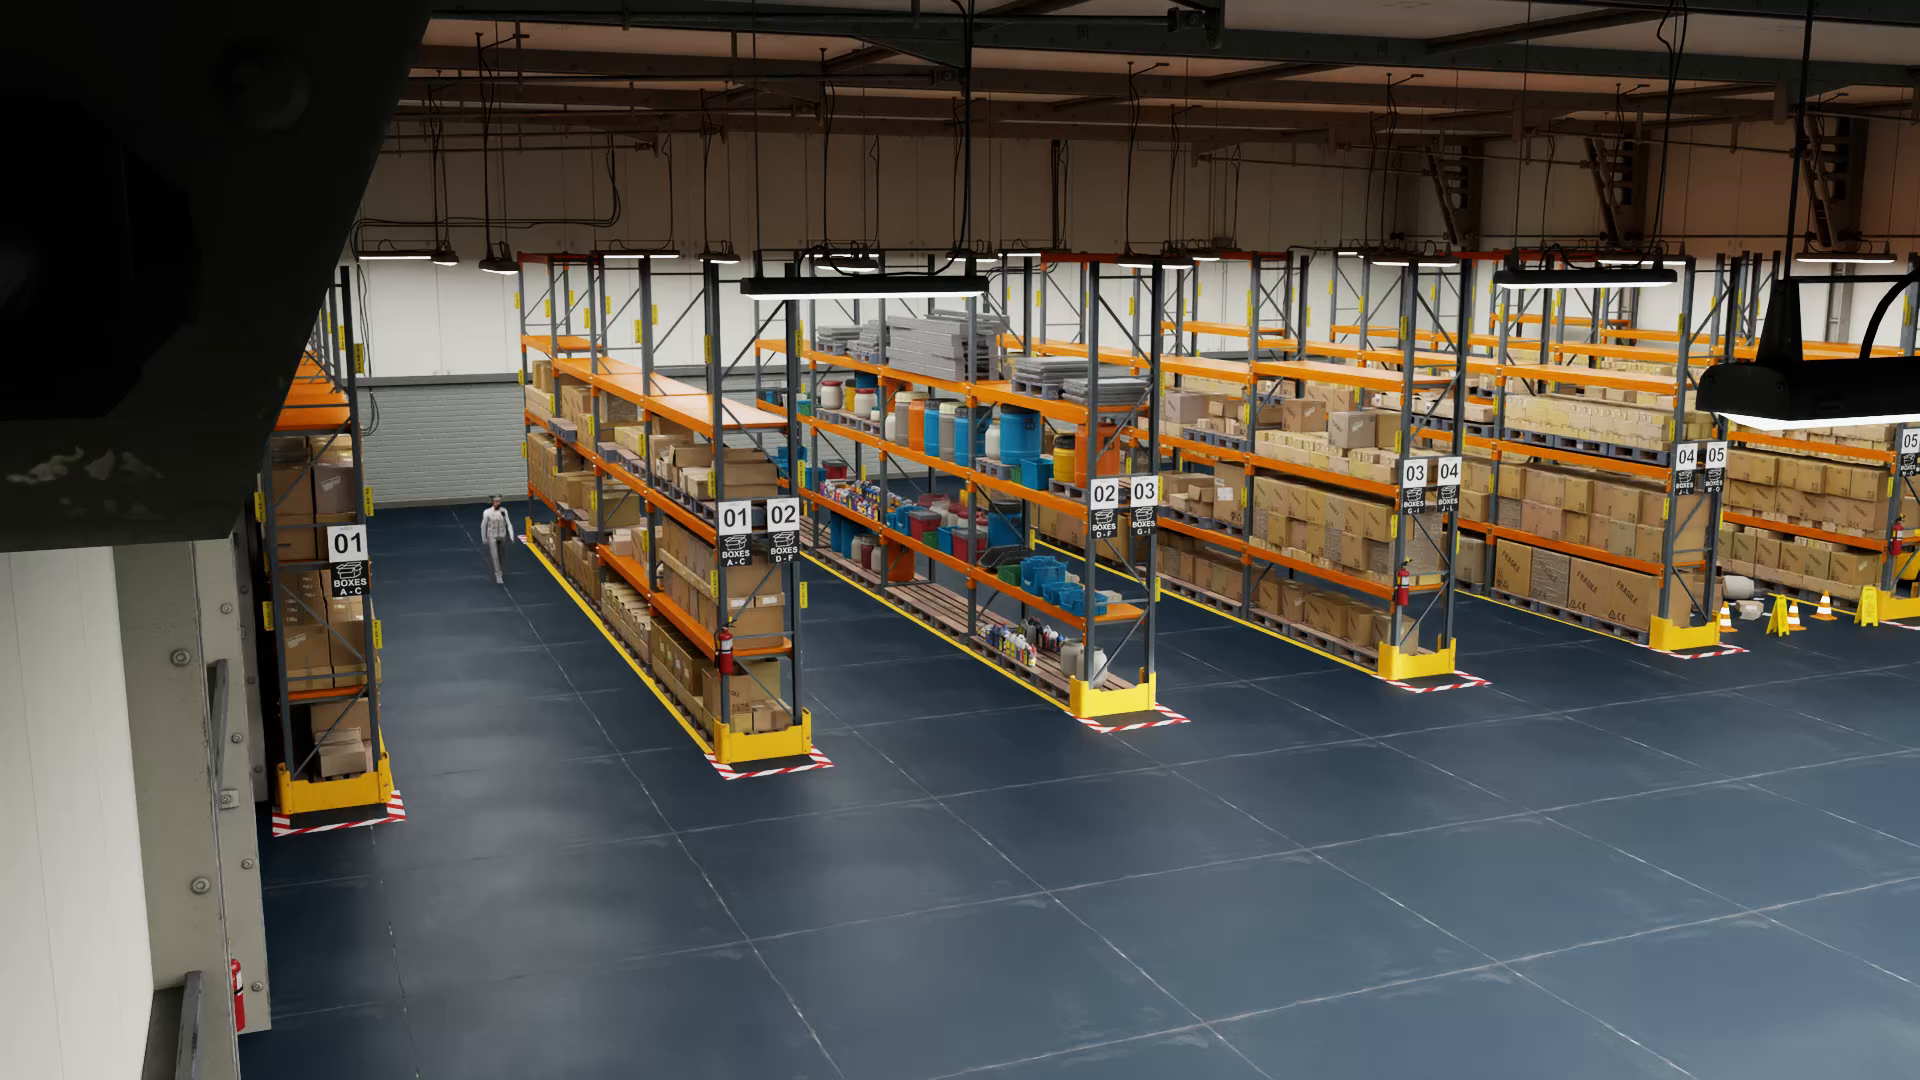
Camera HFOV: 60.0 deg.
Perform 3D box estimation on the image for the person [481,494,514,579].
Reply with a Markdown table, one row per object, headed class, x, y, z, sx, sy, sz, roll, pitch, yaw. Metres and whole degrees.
| class | x | y | z | sx | sy | sz | roll | pitch | yaw |
| --- | --- | --- | --- | --- | --- | --- | --- | --- | --- |
| person | -8.558 | -0.185 | 30.753 | 0.559 | 1.373 | 0.449 | -5 | 11 | -25 |
